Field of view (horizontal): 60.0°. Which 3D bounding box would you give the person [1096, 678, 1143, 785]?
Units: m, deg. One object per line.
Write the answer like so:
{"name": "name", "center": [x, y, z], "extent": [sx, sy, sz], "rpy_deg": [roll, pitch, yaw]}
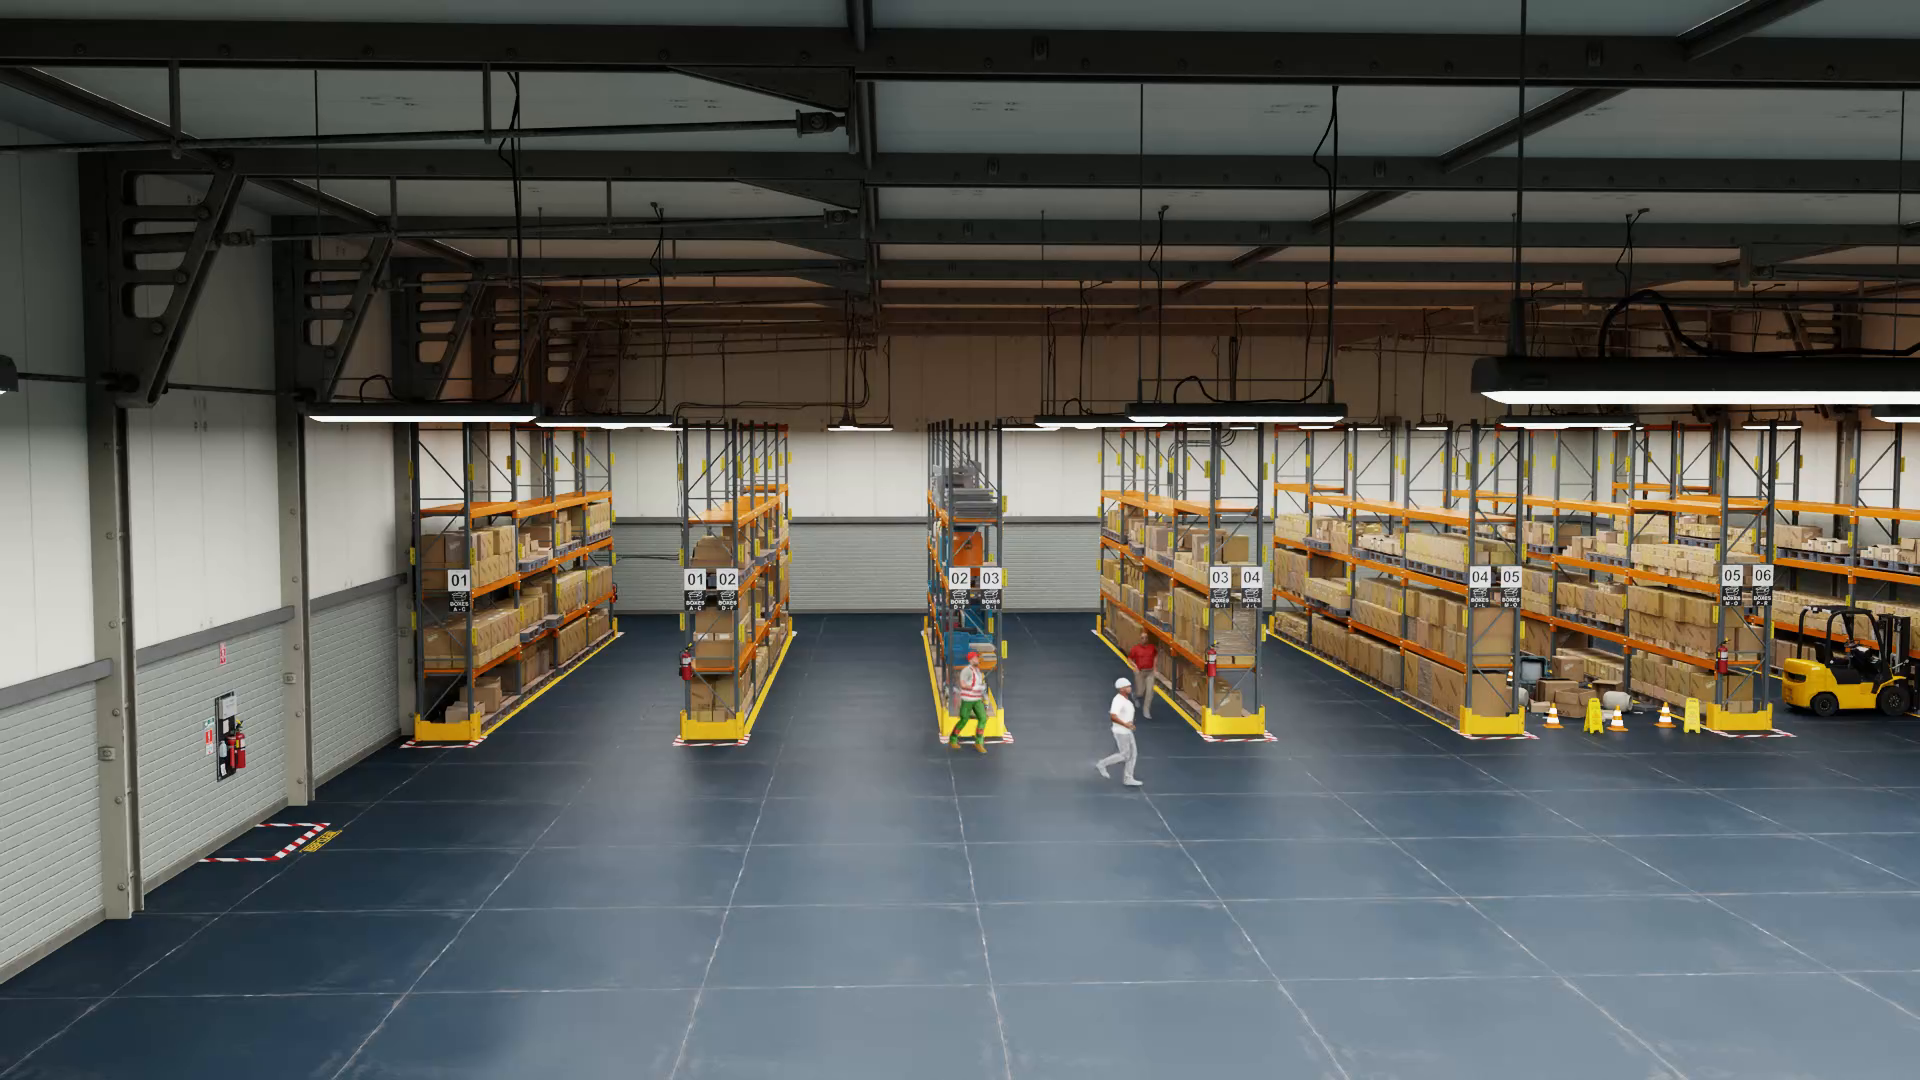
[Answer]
{"name": "person", "center": [2.608, 3.115, 27.074], "extent": [0.768, 1.743, 0.687], "rpy_deg": [1, 4, 17]}

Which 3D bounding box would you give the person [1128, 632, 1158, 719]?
{"name": "person", "center": [3.734, 2.727, 33.764], "extent": [0.663, 1.717, 0.816], "rpy_deg": [-1, 4, -8]}

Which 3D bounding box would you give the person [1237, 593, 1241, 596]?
{"name": "person", "center": [7.810, 2.045, 45.863], "extent": [0.629, 1.598, 0.929], "rpy_deg": [0, 4, 7]}

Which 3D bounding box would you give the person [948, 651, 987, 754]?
{"name": "person", "center": [0.212, 2.898, 29.903], "extent": [0.815, 1.795, 0.660], "rpy_deg": [3, 5, 37]}
